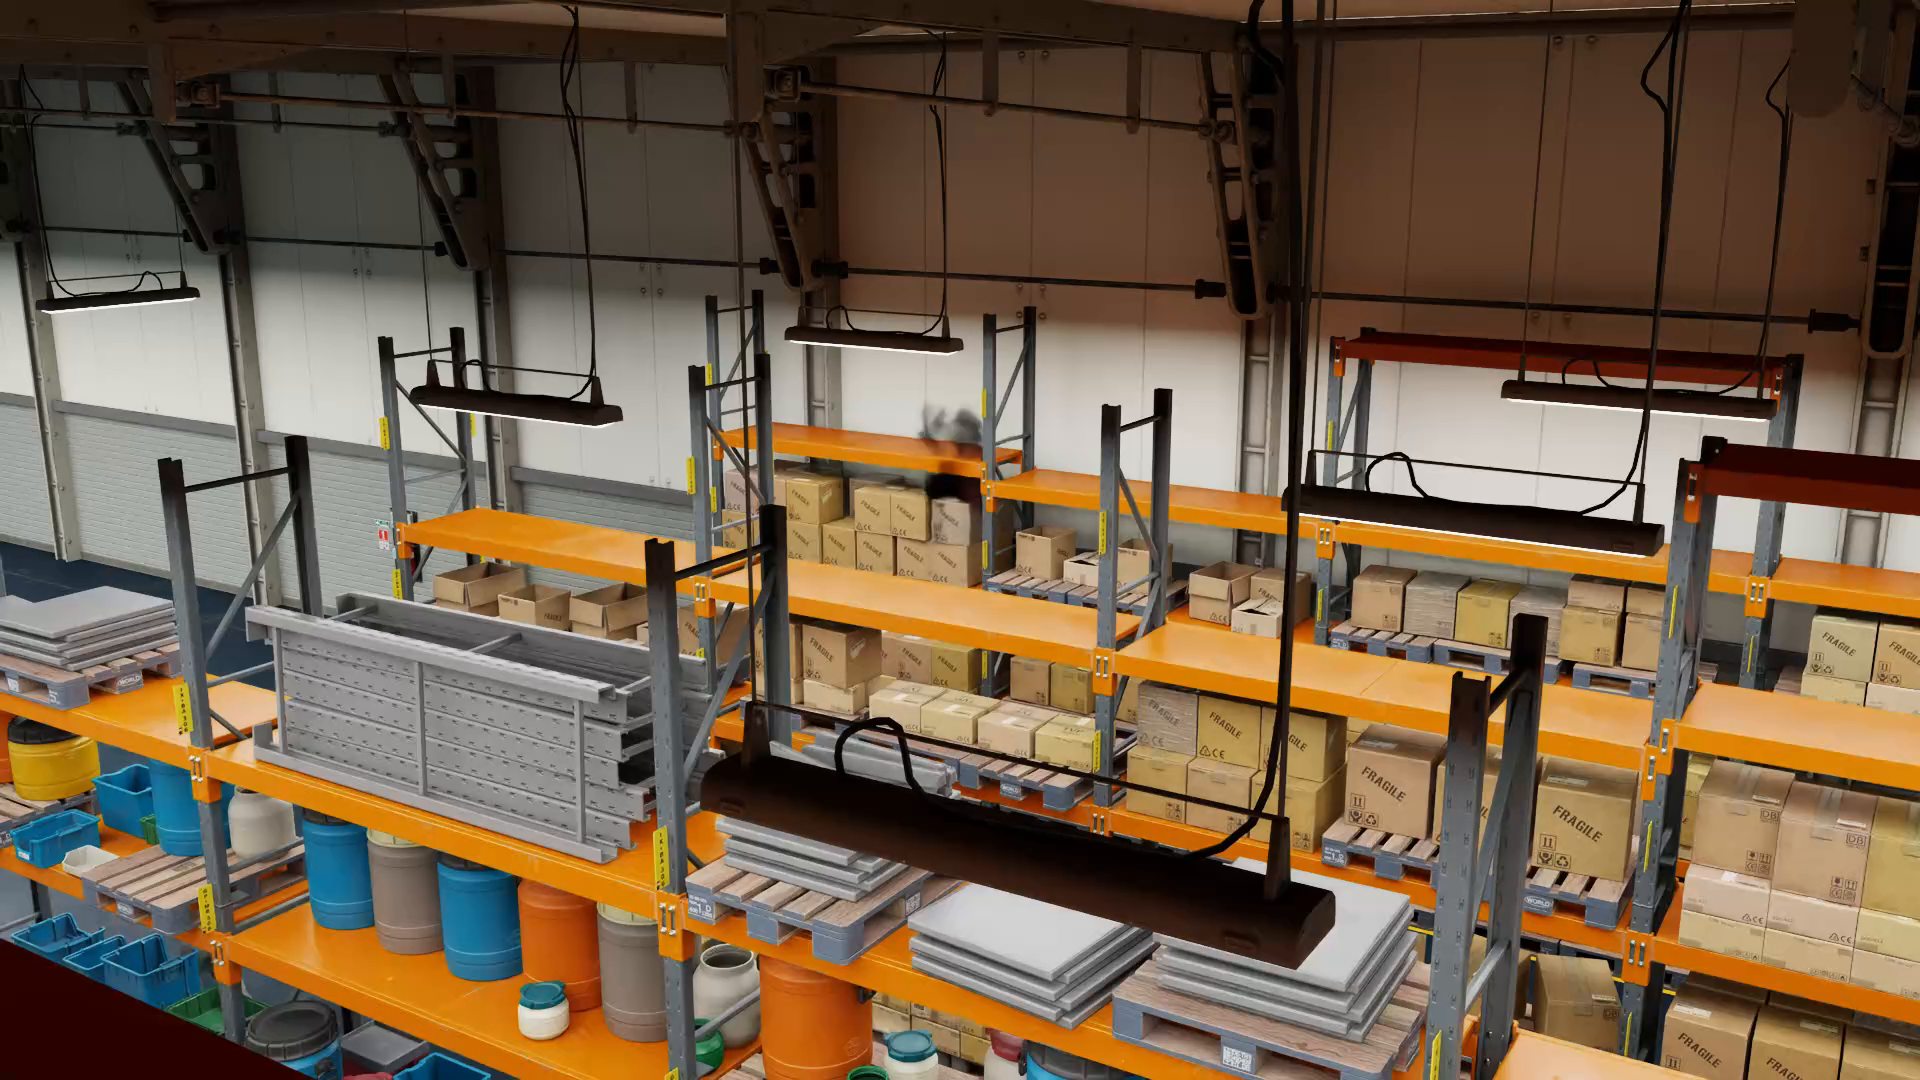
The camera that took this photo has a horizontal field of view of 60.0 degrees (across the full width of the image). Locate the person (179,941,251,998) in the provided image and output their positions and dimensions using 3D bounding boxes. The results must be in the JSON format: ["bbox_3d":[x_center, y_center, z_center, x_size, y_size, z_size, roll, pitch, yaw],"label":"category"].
[{"bbox_3d":[-6.791,3.587,14.977,0.826,1.805,0.650,4,14,16],"label":"person"}]
